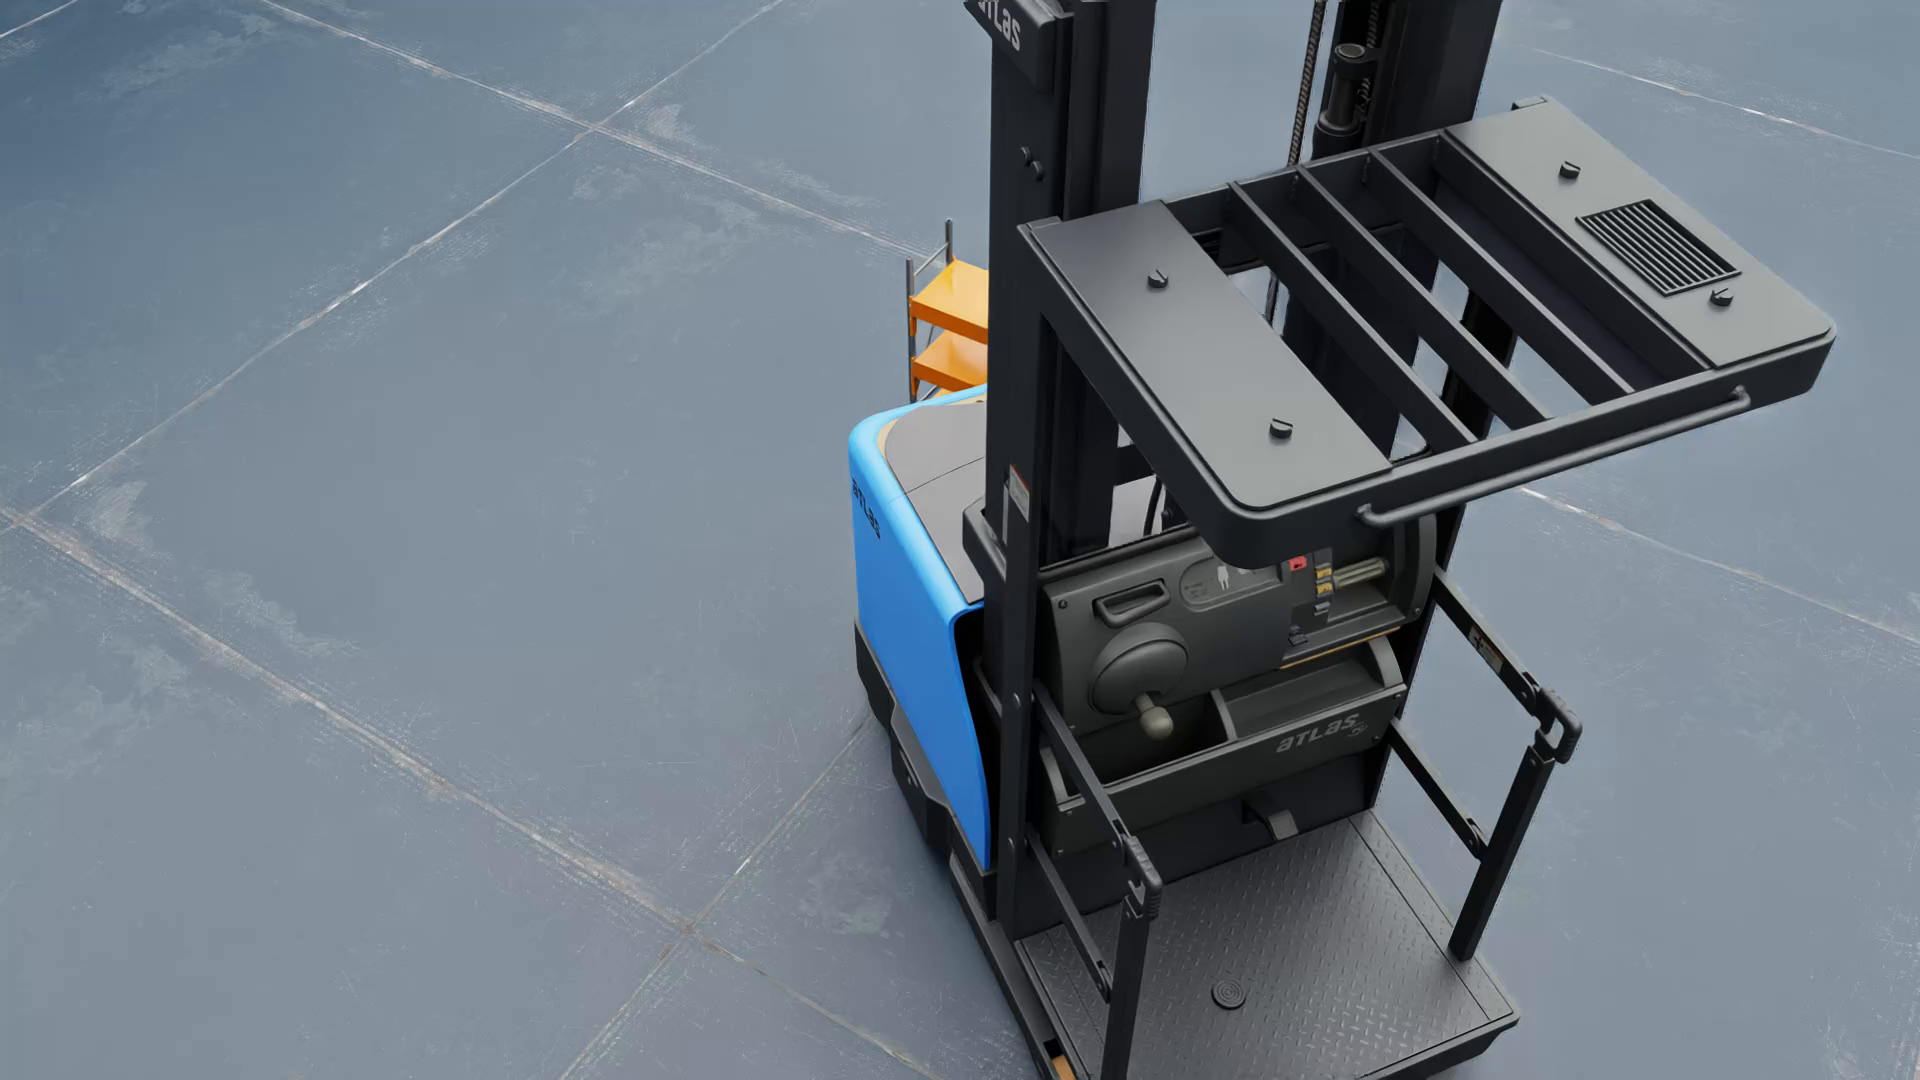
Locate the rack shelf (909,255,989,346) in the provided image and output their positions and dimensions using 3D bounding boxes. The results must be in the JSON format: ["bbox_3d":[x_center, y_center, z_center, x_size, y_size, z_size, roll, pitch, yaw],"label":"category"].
[{"bbox_3d":[0.116,-0.661,5.007,0.480,0.148,0.258,24,50,22],"label":"rack shelf"}]

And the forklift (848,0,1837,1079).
[{"bbox_3d":[0.712,0.240,3.473,1.130,2.935,3.031,-17,48,-16],"label":"forklift"}]

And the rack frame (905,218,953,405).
[{"bbox_3d":[-0.091,-0.479,5.379,0.015,1.200,0.240,24,50,22],"label":"rack frame"}]

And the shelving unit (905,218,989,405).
[{"bbox_3d":[0.116,-0.387,5.289,0.503,1.200,0.258,24,50,22],"label":"shelving unit"}]

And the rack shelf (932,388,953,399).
[{"bbox_3d":[0.116,-0.340,5.337,0.480,0.148,0.258,24,50,22],"label":"rack shelf"}]

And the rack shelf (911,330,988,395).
[{"bbox_3d":[0.116,-0.496,5.177,0.480,0.148,0.258,24,50,22],"label":"rack shelf"}]
